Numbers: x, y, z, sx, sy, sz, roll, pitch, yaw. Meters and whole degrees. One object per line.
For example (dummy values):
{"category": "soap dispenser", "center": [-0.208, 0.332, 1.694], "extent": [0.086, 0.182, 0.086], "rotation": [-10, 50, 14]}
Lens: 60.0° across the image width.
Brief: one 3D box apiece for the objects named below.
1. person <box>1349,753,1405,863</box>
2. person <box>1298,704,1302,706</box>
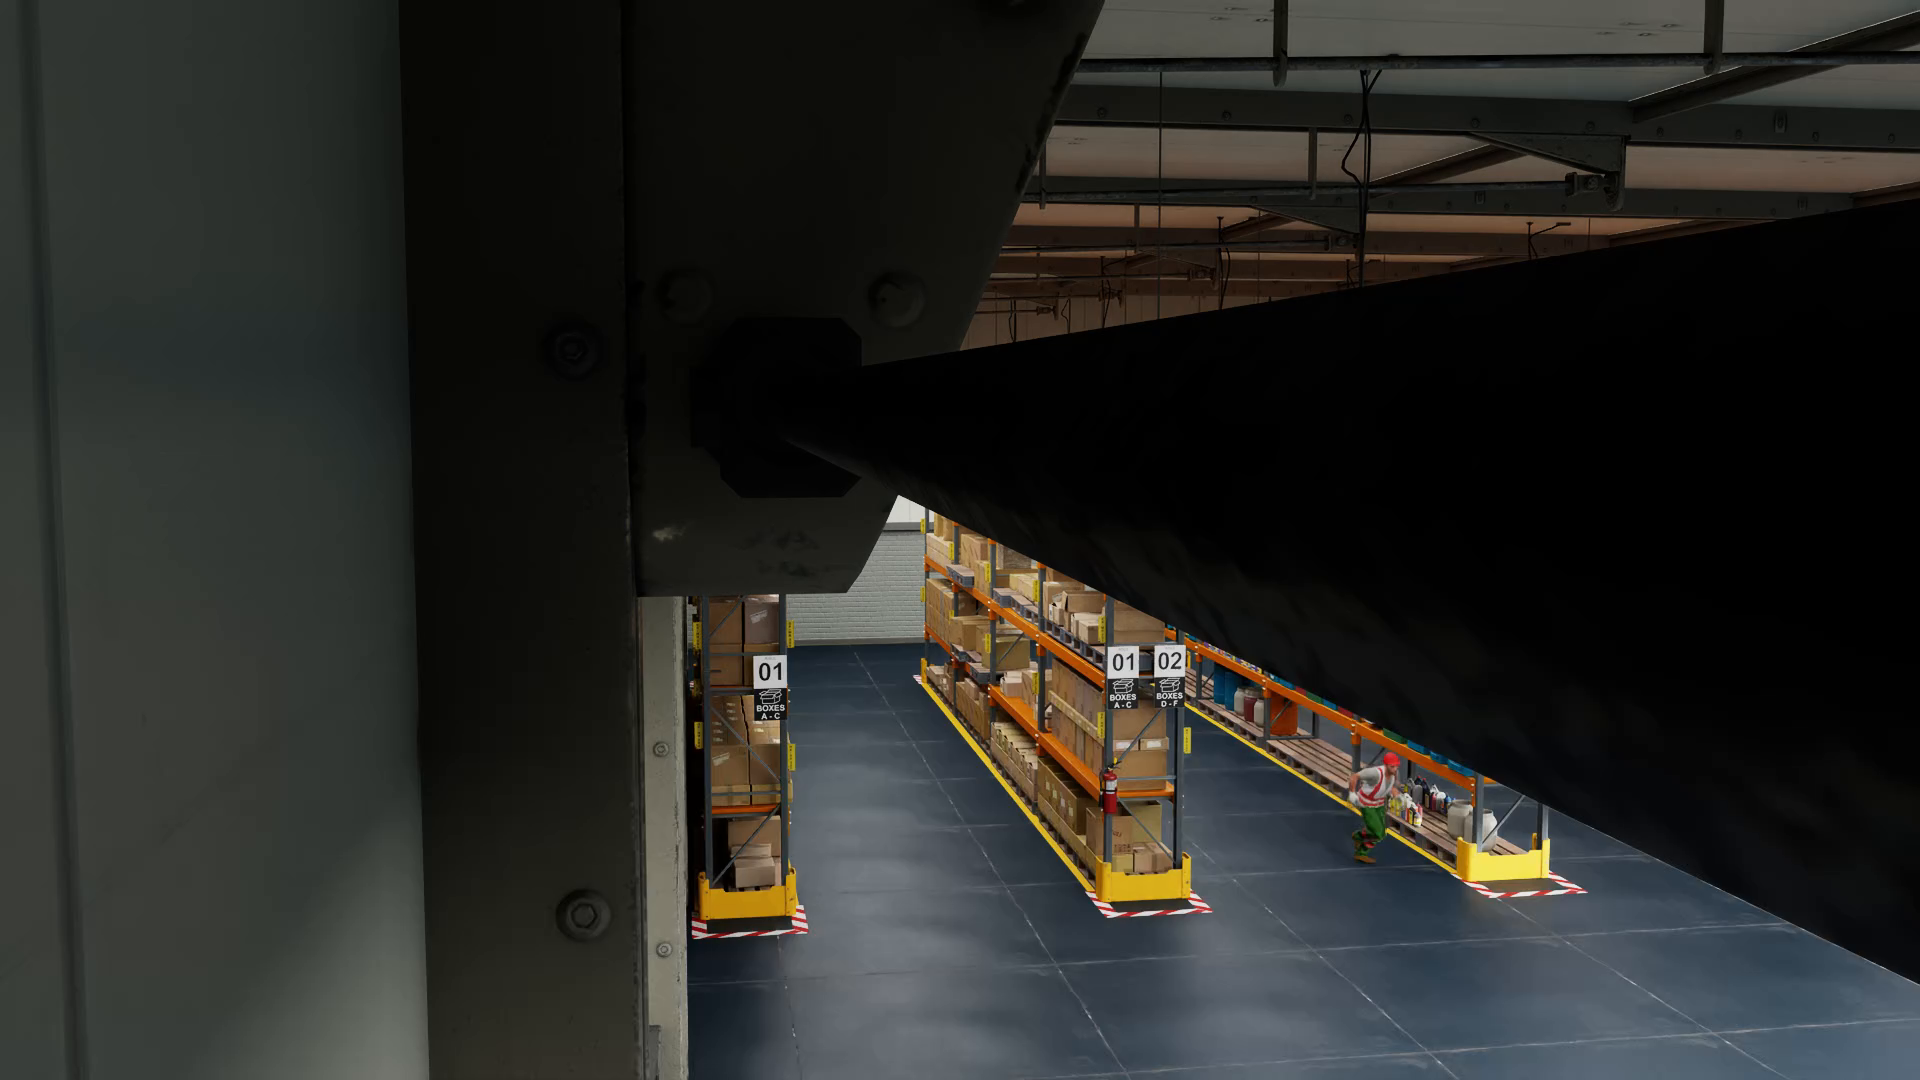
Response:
{"category": "person", "center": [5.541, 3.588, 22.229], "extent": [0.694, 1.589, 0.828], "rotation": [-3, 6, -29]}
{"category": "person", "center": [6.898, 2.525, 34.156], "extent": [0.676, 1.680, 0.955], "rotation": [-1, 5, -12]}
